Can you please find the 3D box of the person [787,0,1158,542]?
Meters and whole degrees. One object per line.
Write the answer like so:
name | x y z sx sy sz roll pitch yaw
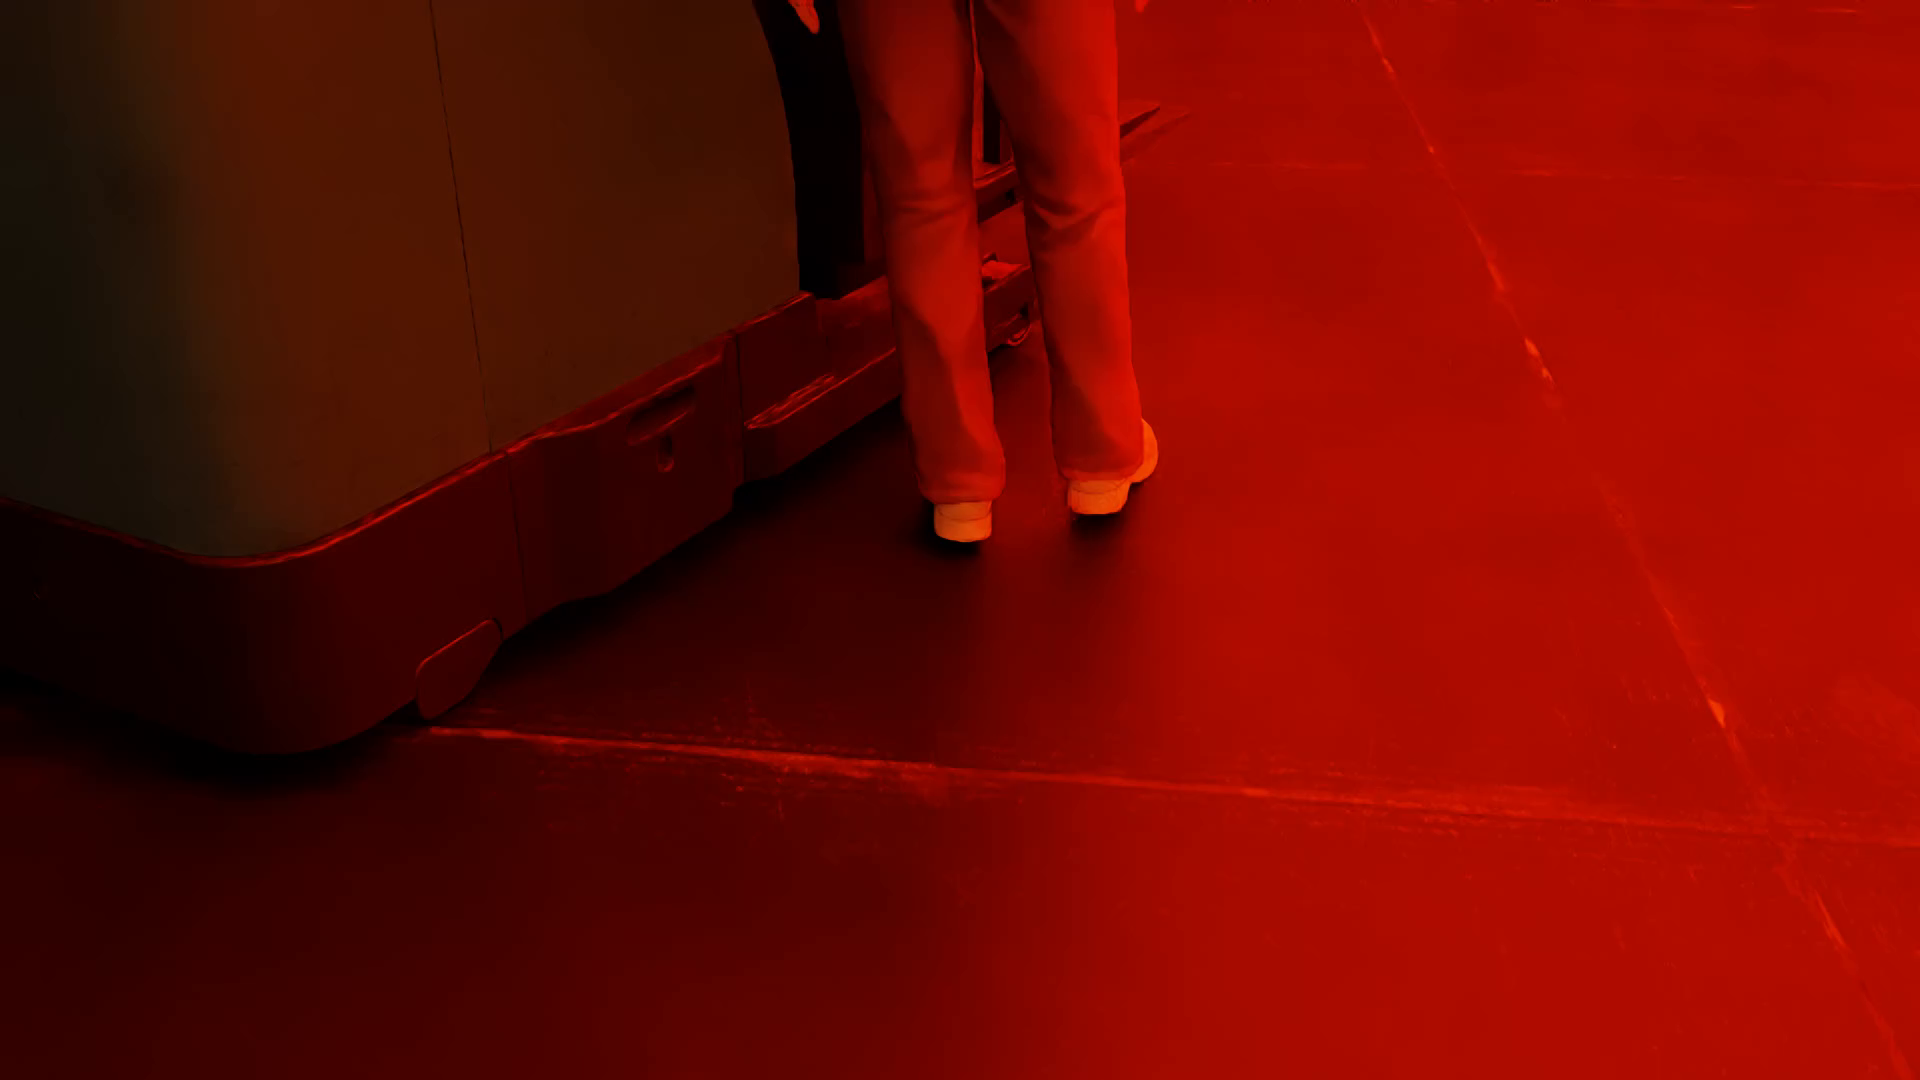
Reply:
person | 0.020 -0.799 2.183 0.554 1.672 0.545 3 27 7

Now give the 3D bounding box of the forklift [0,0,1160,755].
forklift | -0.489 -1.697 2.618 1.130 2.935 3.031 13 29 24
